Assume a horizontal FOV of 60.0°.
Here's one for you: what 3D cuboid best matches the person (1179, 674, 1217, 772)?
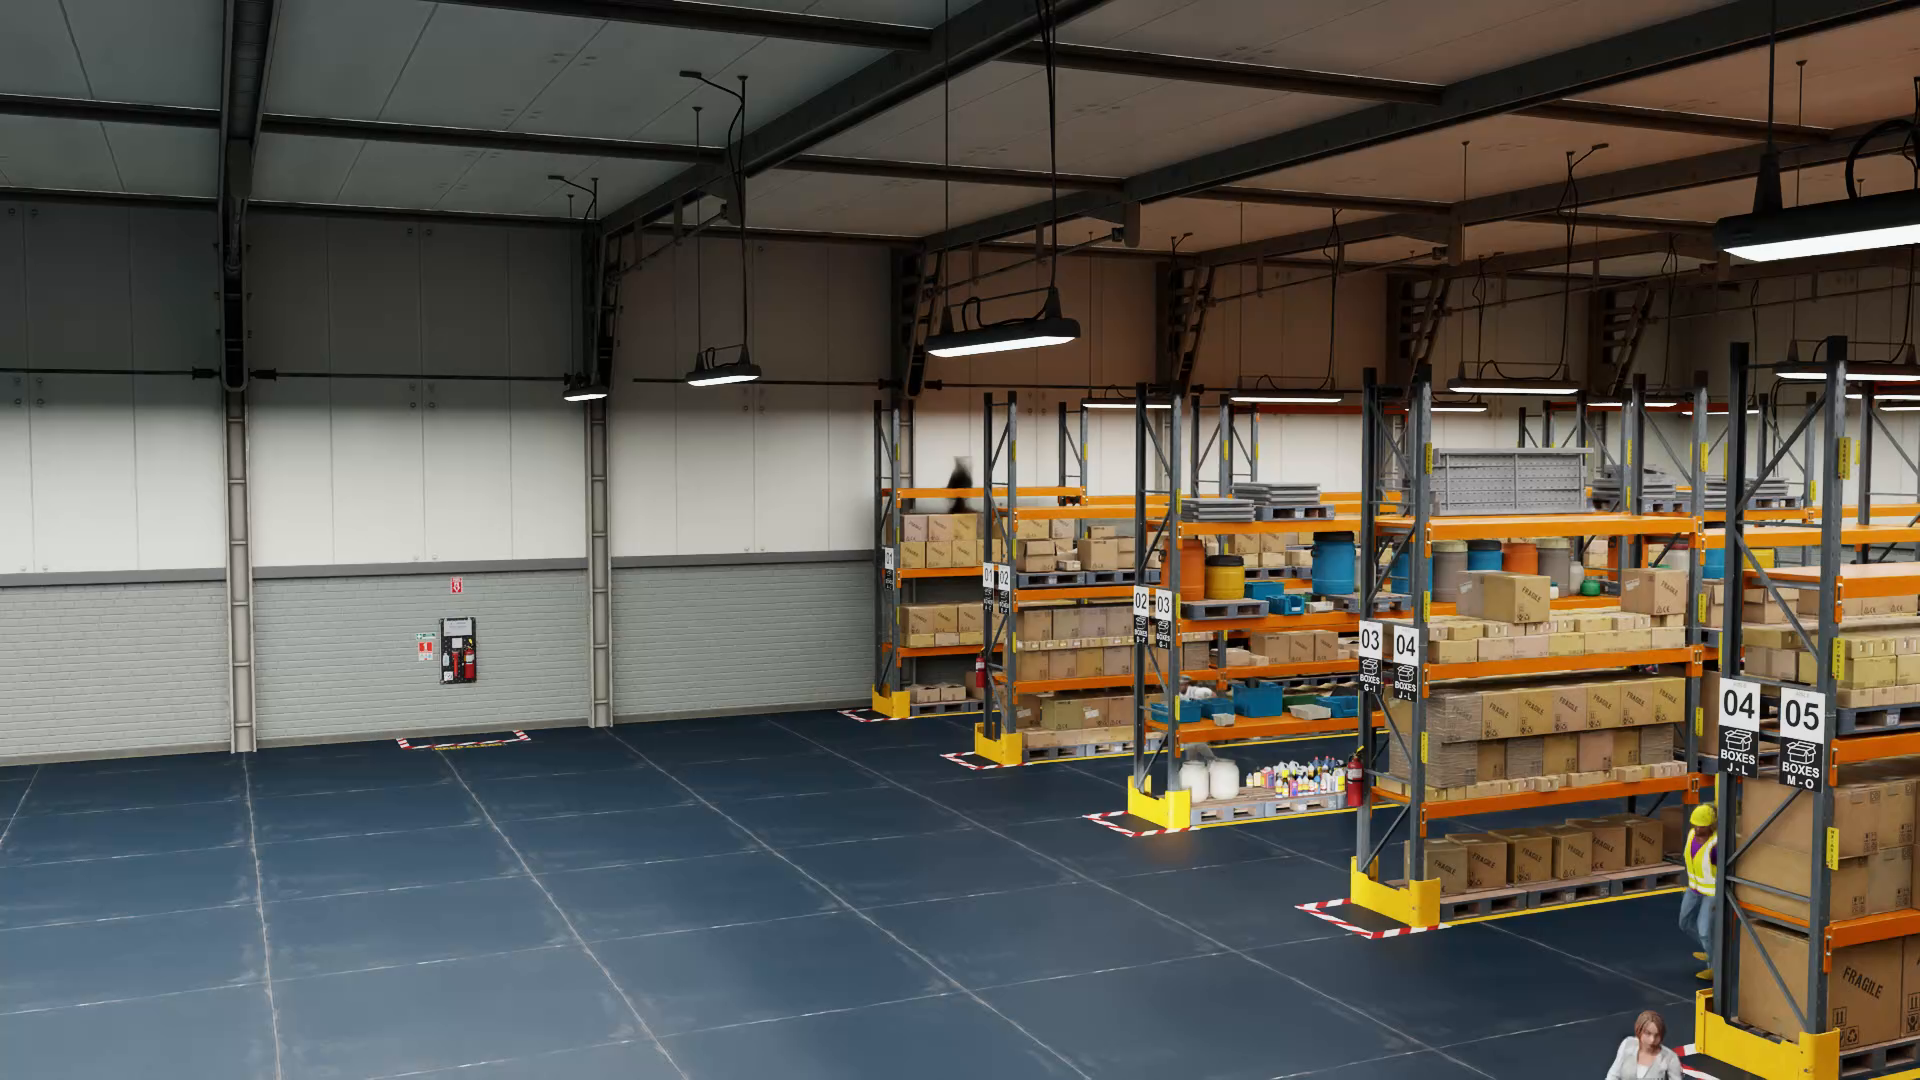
[{"bbox_3d":[3.671,2.885,25.518,1.016,1.723,0.711,-3,5,-43],"label":"person"}]

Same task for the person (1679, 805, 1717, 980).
[{"bbox_3d":[7.201,3.368,15.995,0.632,1.713,0.755,-1,3,-15],"label":"person"}]

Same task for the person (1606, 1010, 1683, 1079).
[{"bbox_3d":[4.456,3.758,10.826,0.596,1.541,0.618,2,4,34],"label":"person"}]
